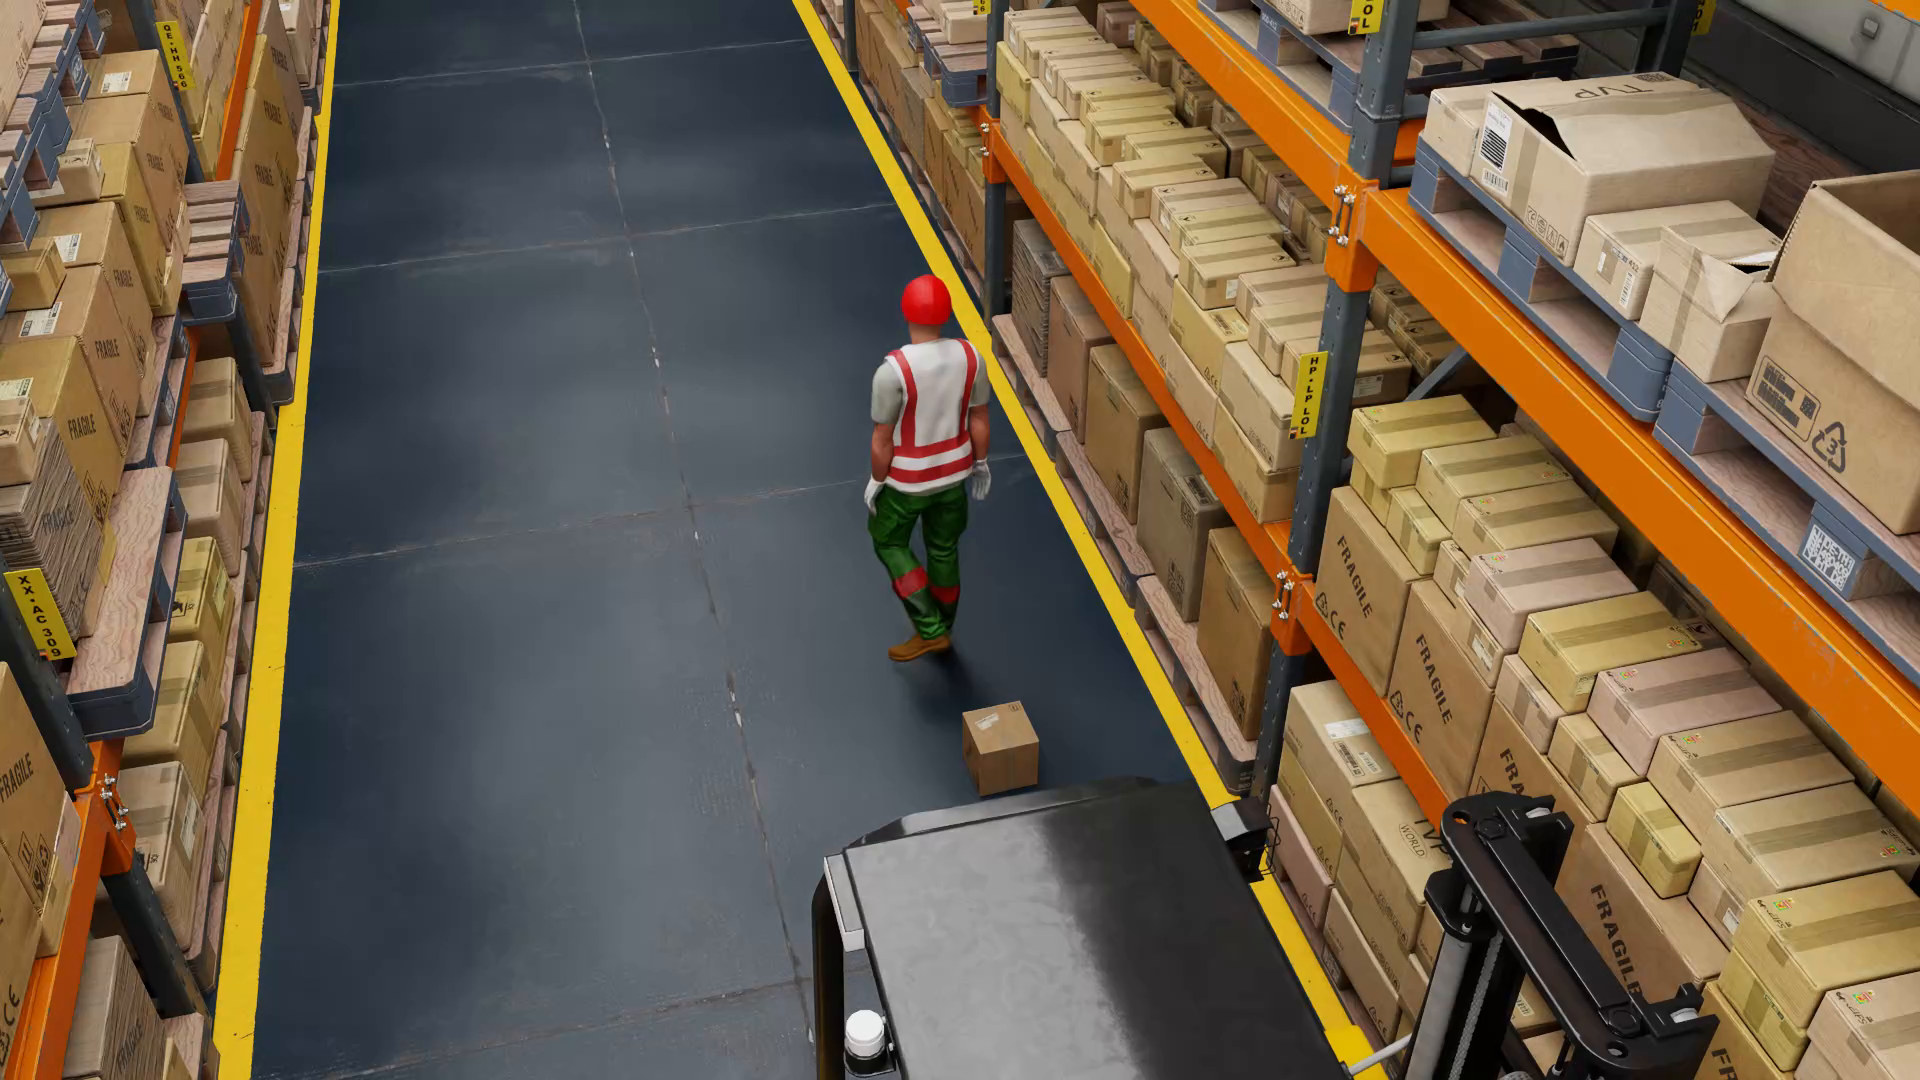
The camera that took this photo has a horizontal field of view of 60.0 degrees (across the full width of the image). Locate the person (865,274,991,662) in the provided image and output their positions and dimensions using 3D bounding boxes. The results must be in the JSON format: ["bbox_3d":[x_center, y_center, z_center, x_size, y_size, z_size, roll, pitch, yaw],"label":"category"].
[{"bbox_3d":[-0.120,-0.251,7.005,0.572,1.784,0.558,-17,41,-21],"label":"person"}]
